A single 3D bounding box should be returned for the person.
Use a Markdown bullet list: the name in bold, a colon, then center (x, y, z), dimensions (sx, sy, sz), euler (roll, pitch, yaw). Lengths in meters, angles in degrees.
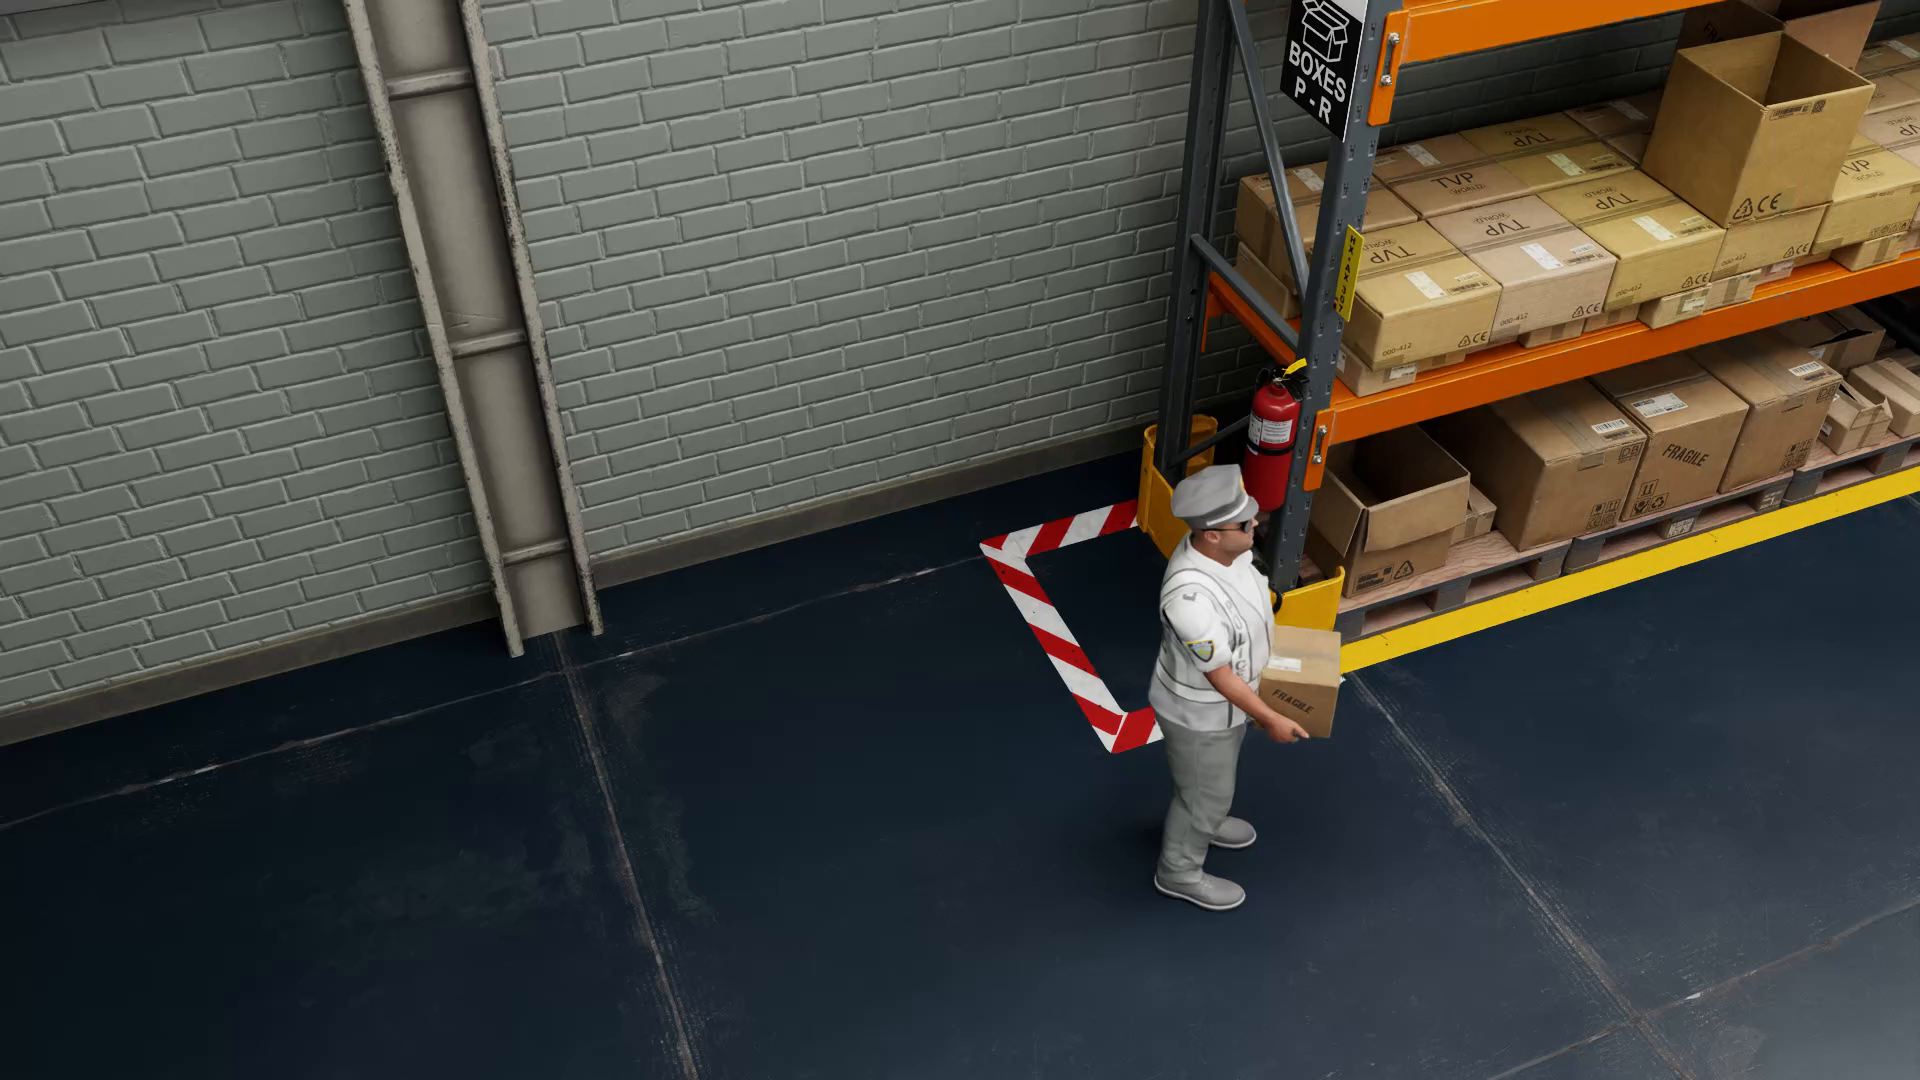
- **person**: center (0.913, 0.505, 5.561), dimensions (0.555, 1.776, 0.503), euler (12, 43, 14)
